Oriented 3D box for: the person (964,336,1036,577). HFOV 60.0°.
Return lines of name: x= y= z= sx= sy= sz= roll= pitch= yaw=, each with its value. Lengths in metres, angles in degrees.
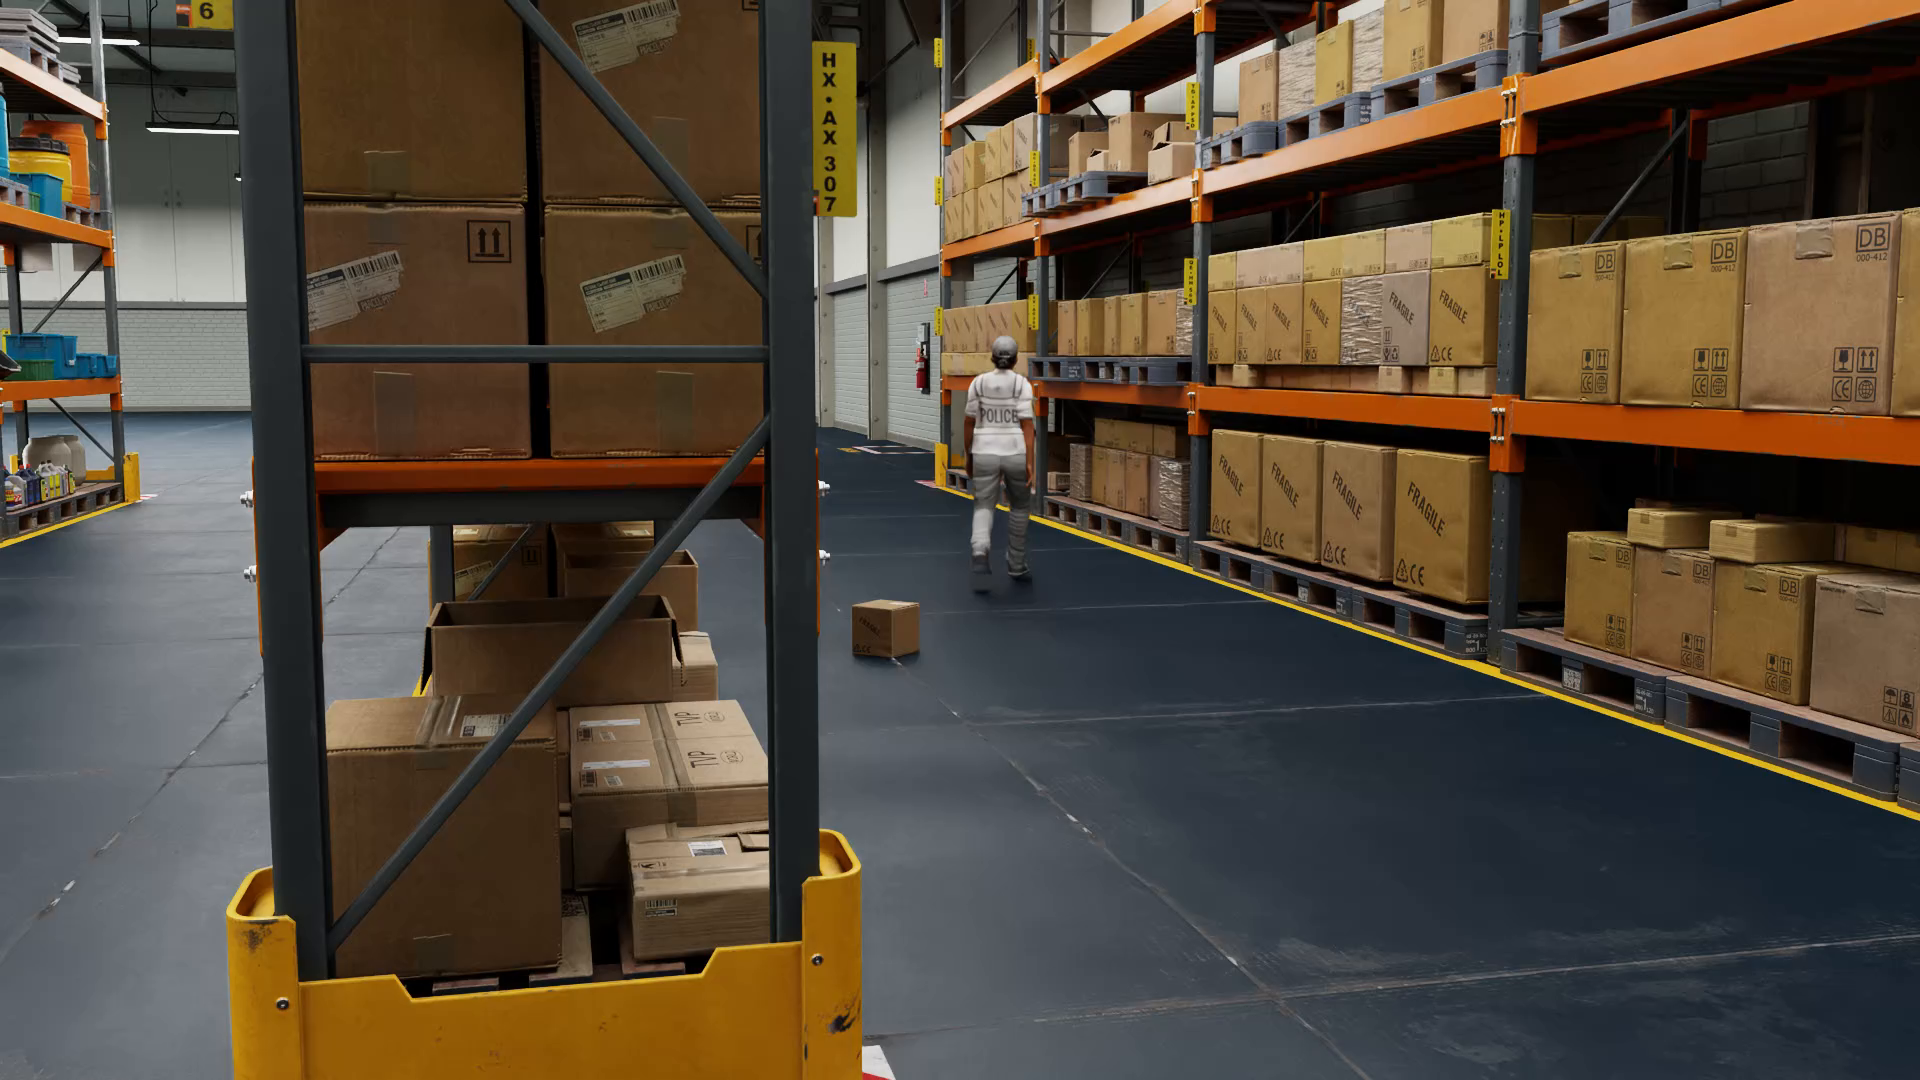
person: x=0.259 y=-0.543 z=11.085 sx=0.490 sy=1.624 sz=0.893 roll=1 pitch=6 yaw=9
